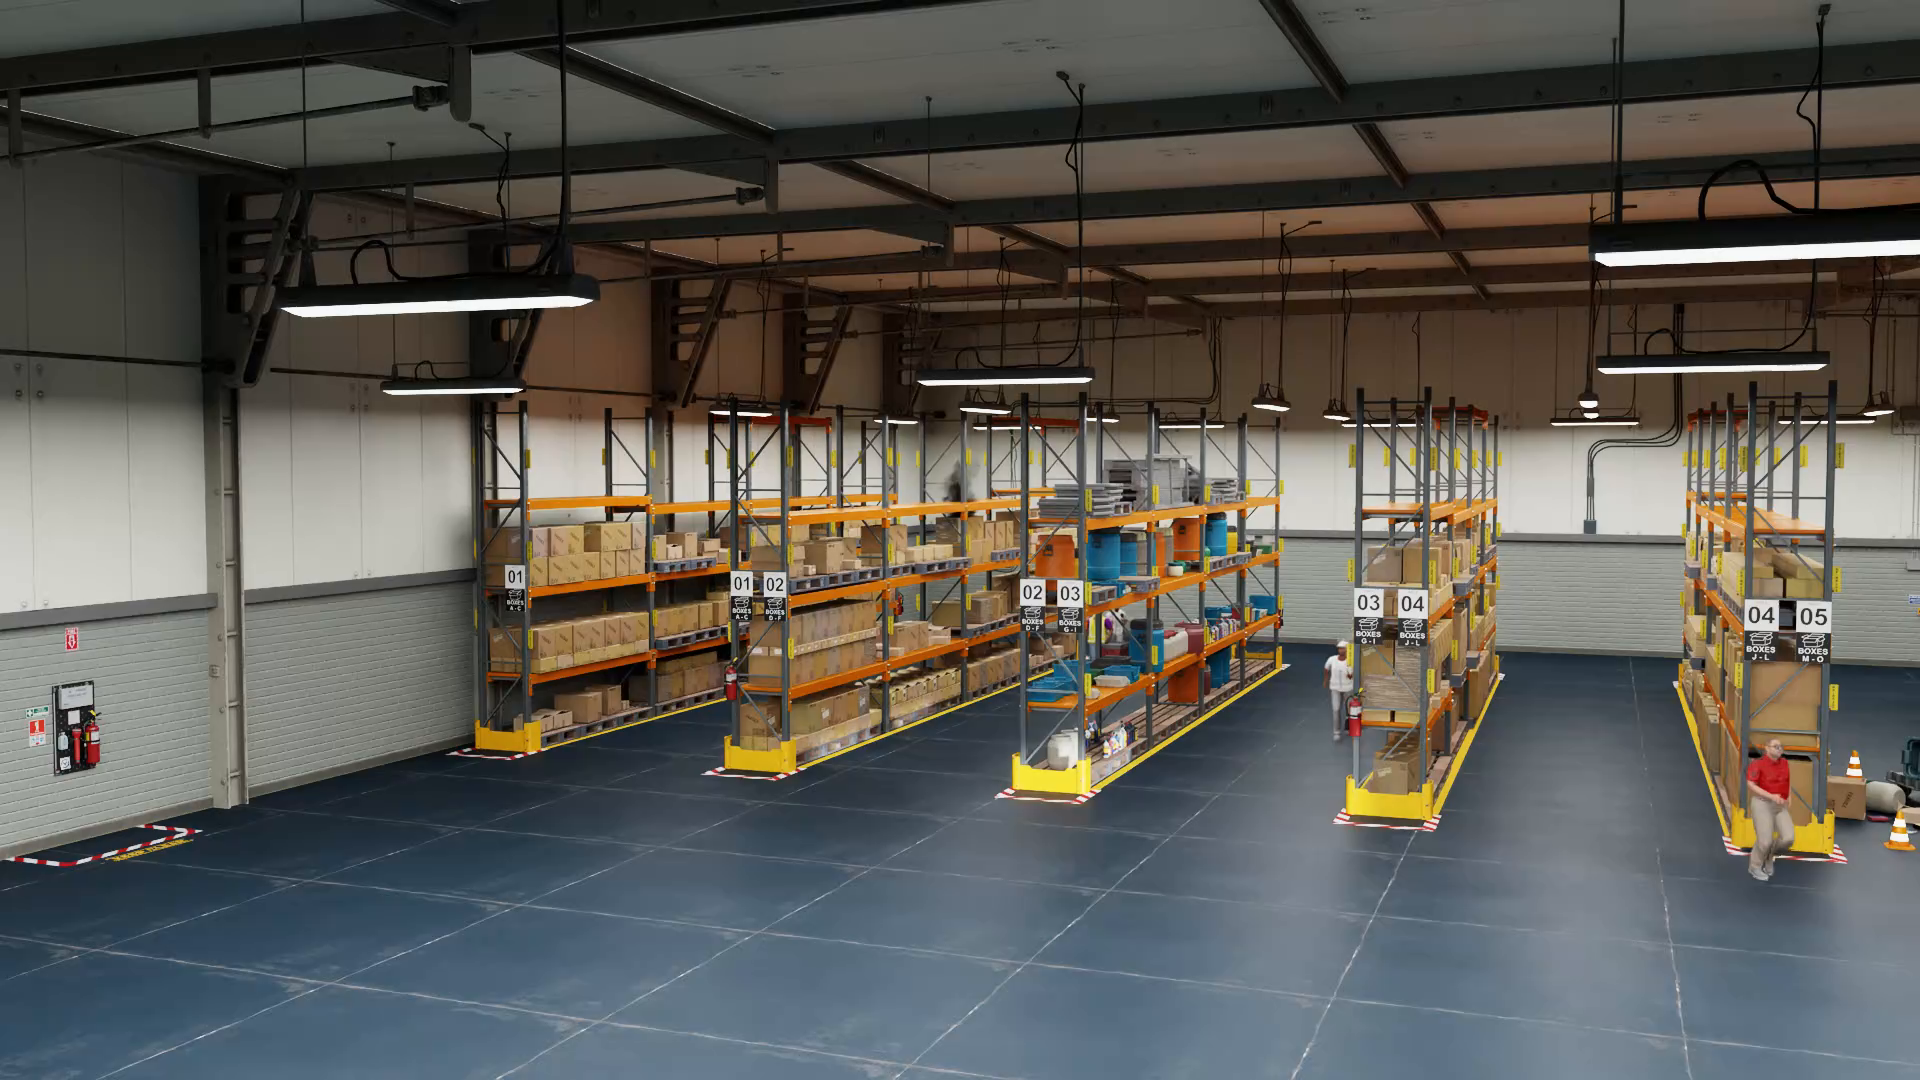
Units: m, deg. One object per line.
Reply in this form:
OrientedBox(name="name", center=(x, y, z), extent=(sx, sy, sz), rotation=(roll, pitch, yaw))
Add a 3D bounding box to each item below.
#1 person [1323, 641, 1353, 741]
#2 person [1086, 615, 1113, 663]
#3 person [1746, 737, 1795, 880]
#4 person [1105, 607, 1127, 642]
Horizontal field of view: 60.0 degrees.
OrientedBox(name="person", center=(6.814, 2.669, 29.632), extent=(0.710, 1.745, 0.968), rotation=(1, 3, 20))
OrientedBox(name="person", center=(3.068, 2.315, 37.309), extent=(0.688, 1.721, 0.582), rotation=(1, 3, 13))
OrientedBox(name="person", center=(9.696, 3.196, 19.779), extent=(0.699, 1.696, 0.604), rotation=(-1, 3, -16))
OrientedBox(name="person", center=(3.652, 2.258, 39.223), extent=(0.554, 1.745, 0.808), rotation=(0, 3, 7))
